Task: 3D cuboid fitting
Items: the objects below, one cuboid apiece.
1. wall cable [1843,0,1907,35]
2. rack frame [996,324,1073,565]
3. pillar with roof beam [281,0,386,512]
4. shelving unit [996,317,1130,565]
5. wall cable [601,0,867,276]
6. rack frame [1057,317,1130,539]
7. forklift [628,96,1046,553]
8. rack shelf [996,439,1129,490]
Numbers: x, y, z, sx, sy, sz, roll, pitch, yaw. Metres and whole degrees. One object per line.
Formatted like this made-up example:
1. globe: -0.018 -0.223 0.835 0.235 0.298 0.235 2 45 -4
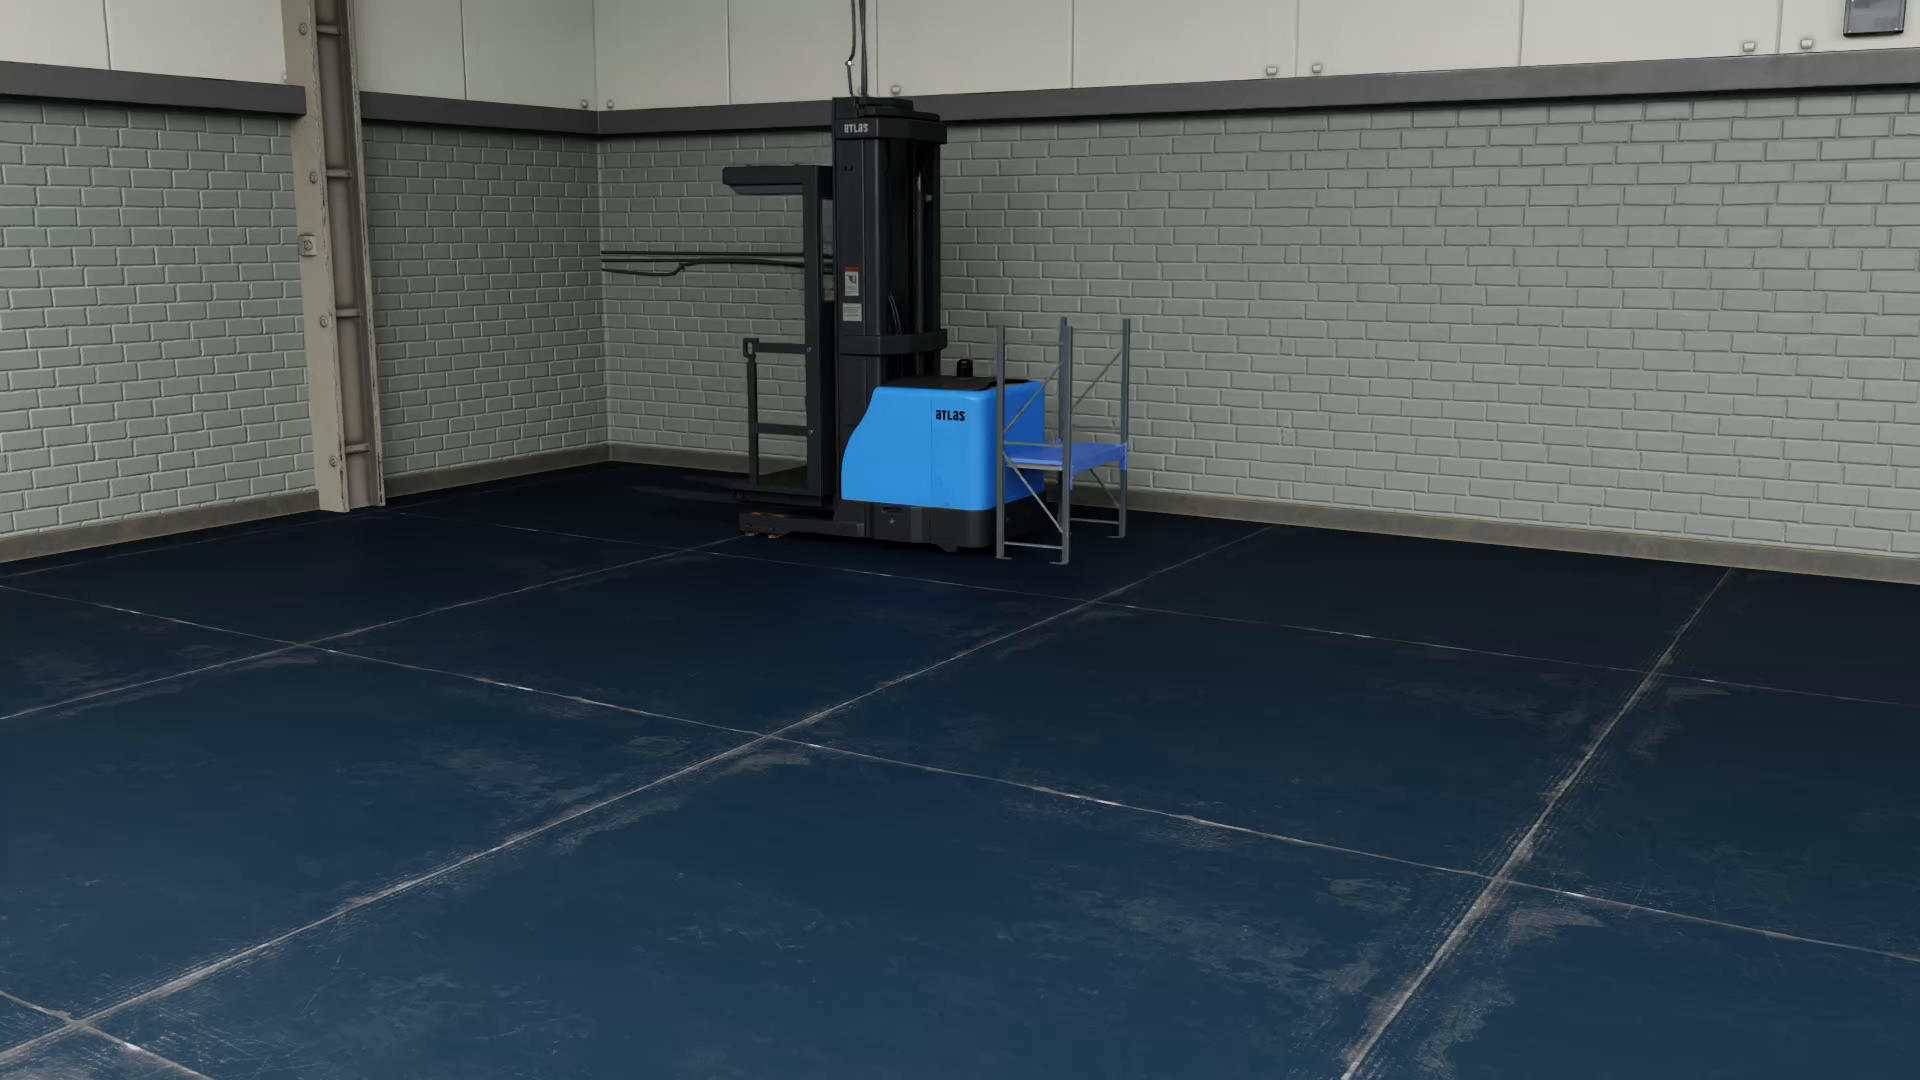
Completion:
1. wall cable: 6.115 -5.775 8.518 2.305 6.003 0.169 6 12 31
2. rack frame: 0.465 -0.601 10.502 0.500 1.500 0.032 5 12 26
3. pillar with roof beam: -0.971 -4.264 9.692 9.100 9.000 0.400 6 12 31
4. shelving unit: 0.689 -0.685 10.951 0.538 1.500 1.048 5 12 26
5. wall cable: -1.991 -3.486 13.974 3.097 2.526 0.112 6 12 31
6. rack frame: 0.912 -0.769 11.400 0.500 1.500 0.032 5 12 26
7. forklift: -0.950 -1.529 11.569 3.031 2.935 1.130 6 12 28
8. rack shelf: 0.689 -0.508 10.984 0.538 0.185 1.000 5 12 26
